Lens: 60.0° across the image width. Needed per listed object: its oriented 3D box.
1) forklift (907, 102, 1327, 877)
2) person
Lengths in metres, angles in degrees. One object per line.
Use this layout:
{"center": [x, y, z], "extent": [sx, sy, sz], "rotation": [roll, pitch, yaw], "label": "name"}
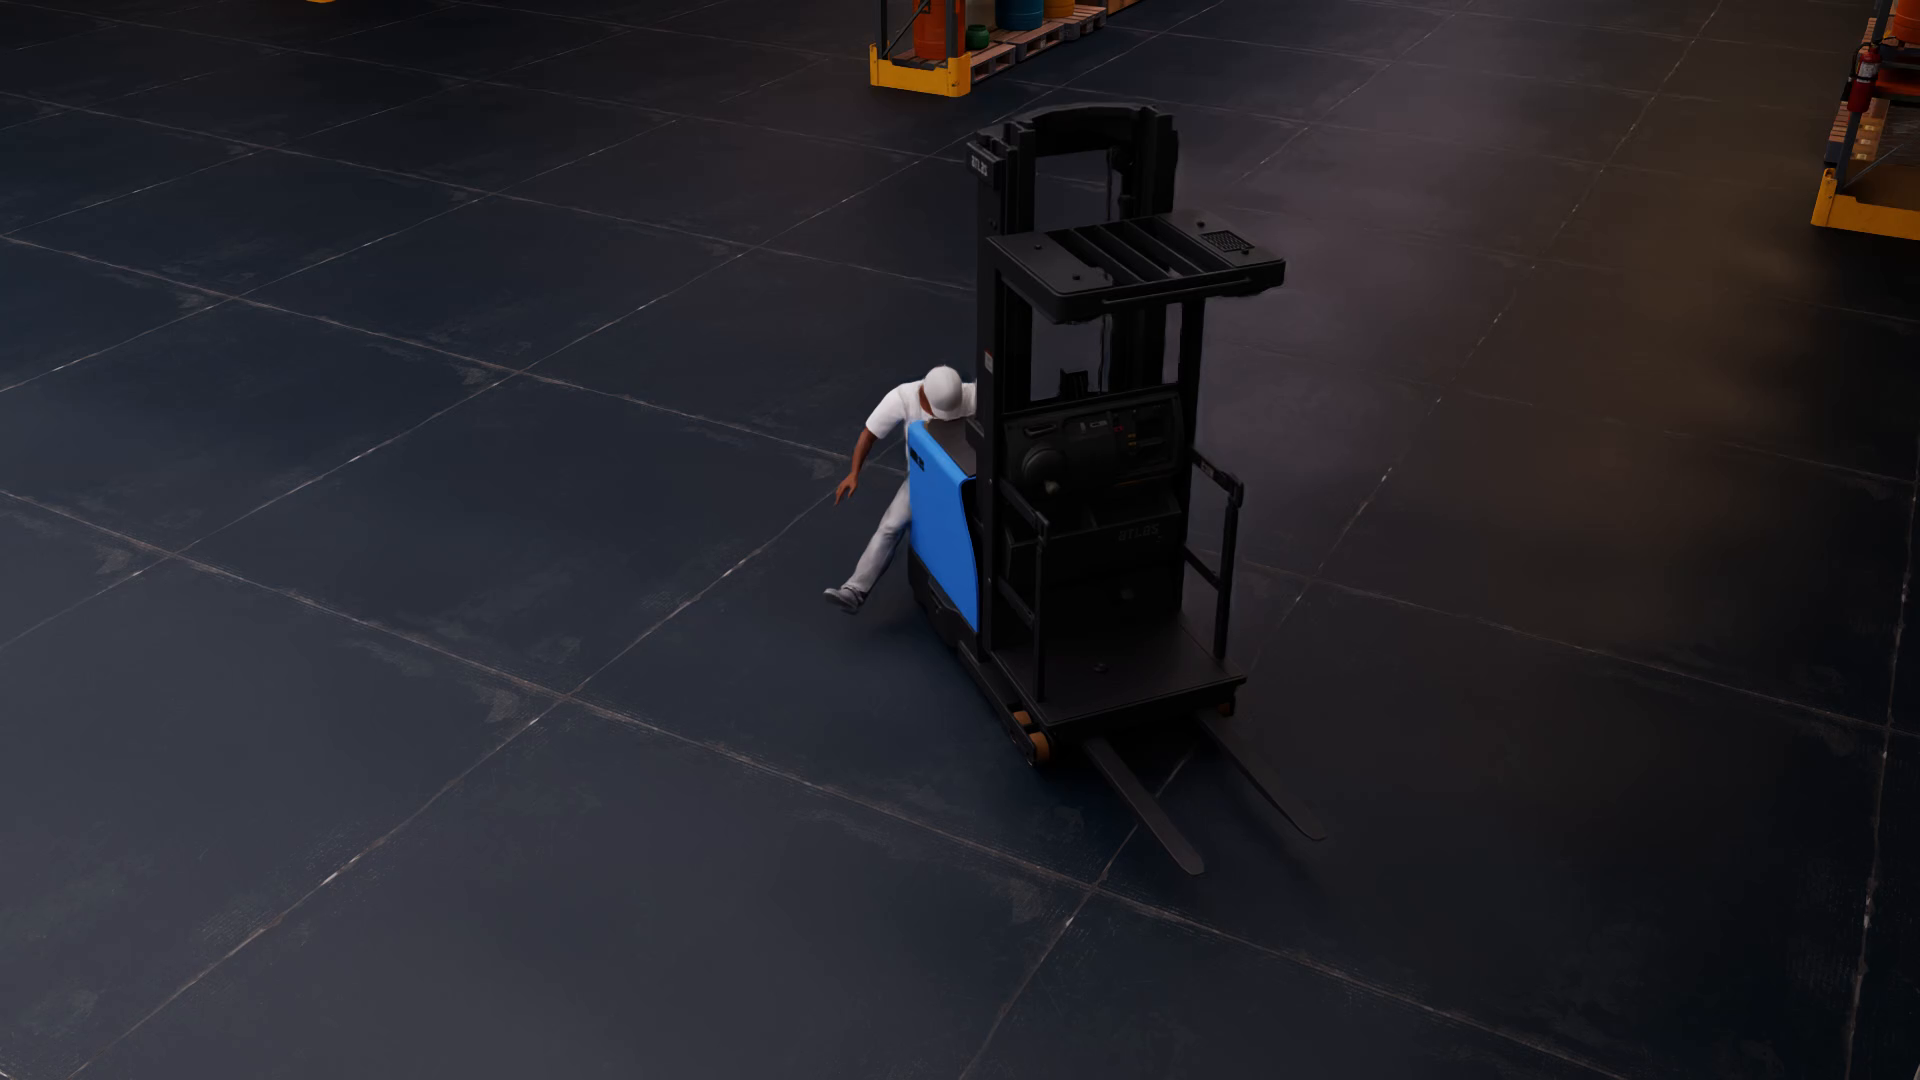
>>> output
{"center": [0.730, -0.409, 7.779], "extent": [1.130, 2.935, 3.031], "rotation": [-12, 32, -19], "label": "forklift"}
{"center": [-0.142, -0.284, 9.078], "extent": [1.023, 1.442, 1.116], "rotation": [7, 31, 12], "label": "person"}
